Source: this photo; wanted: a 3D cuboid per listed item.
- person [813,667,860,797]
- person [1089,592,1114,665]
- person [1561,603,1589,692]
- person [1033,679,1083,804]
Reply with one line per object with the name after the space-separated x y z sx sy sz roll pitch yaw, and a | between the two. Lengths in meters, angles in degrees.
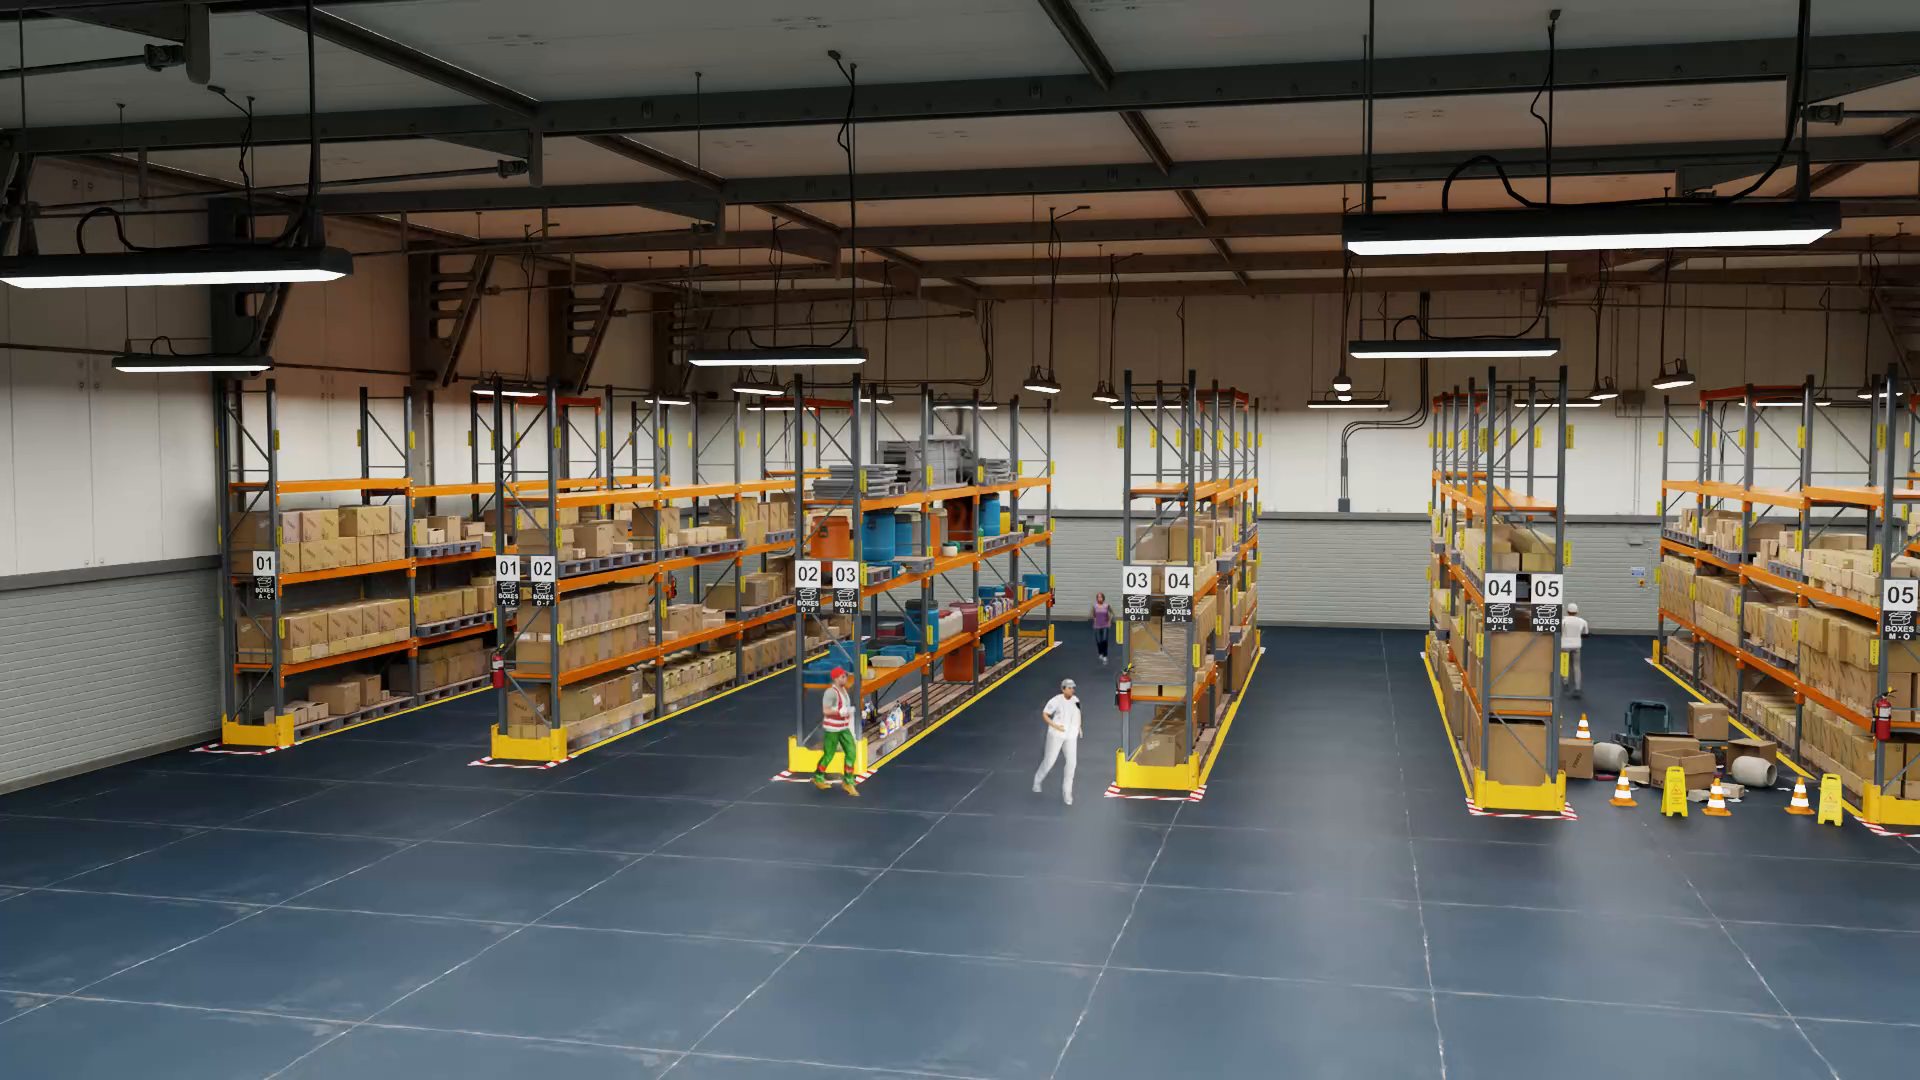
-1.768 2.711 23.442 0.792 1.851 0.616 2 4 32 | person
3.043 1.902 35.806 0.511 1.561 0.676 1 3 12 | person
12.059 2.152 32.884 0.708 1.795 0.877 1 4 13 | person
1.447 2.784 23.295 0.697 1.676 0.871 -1 4 -20 | person
